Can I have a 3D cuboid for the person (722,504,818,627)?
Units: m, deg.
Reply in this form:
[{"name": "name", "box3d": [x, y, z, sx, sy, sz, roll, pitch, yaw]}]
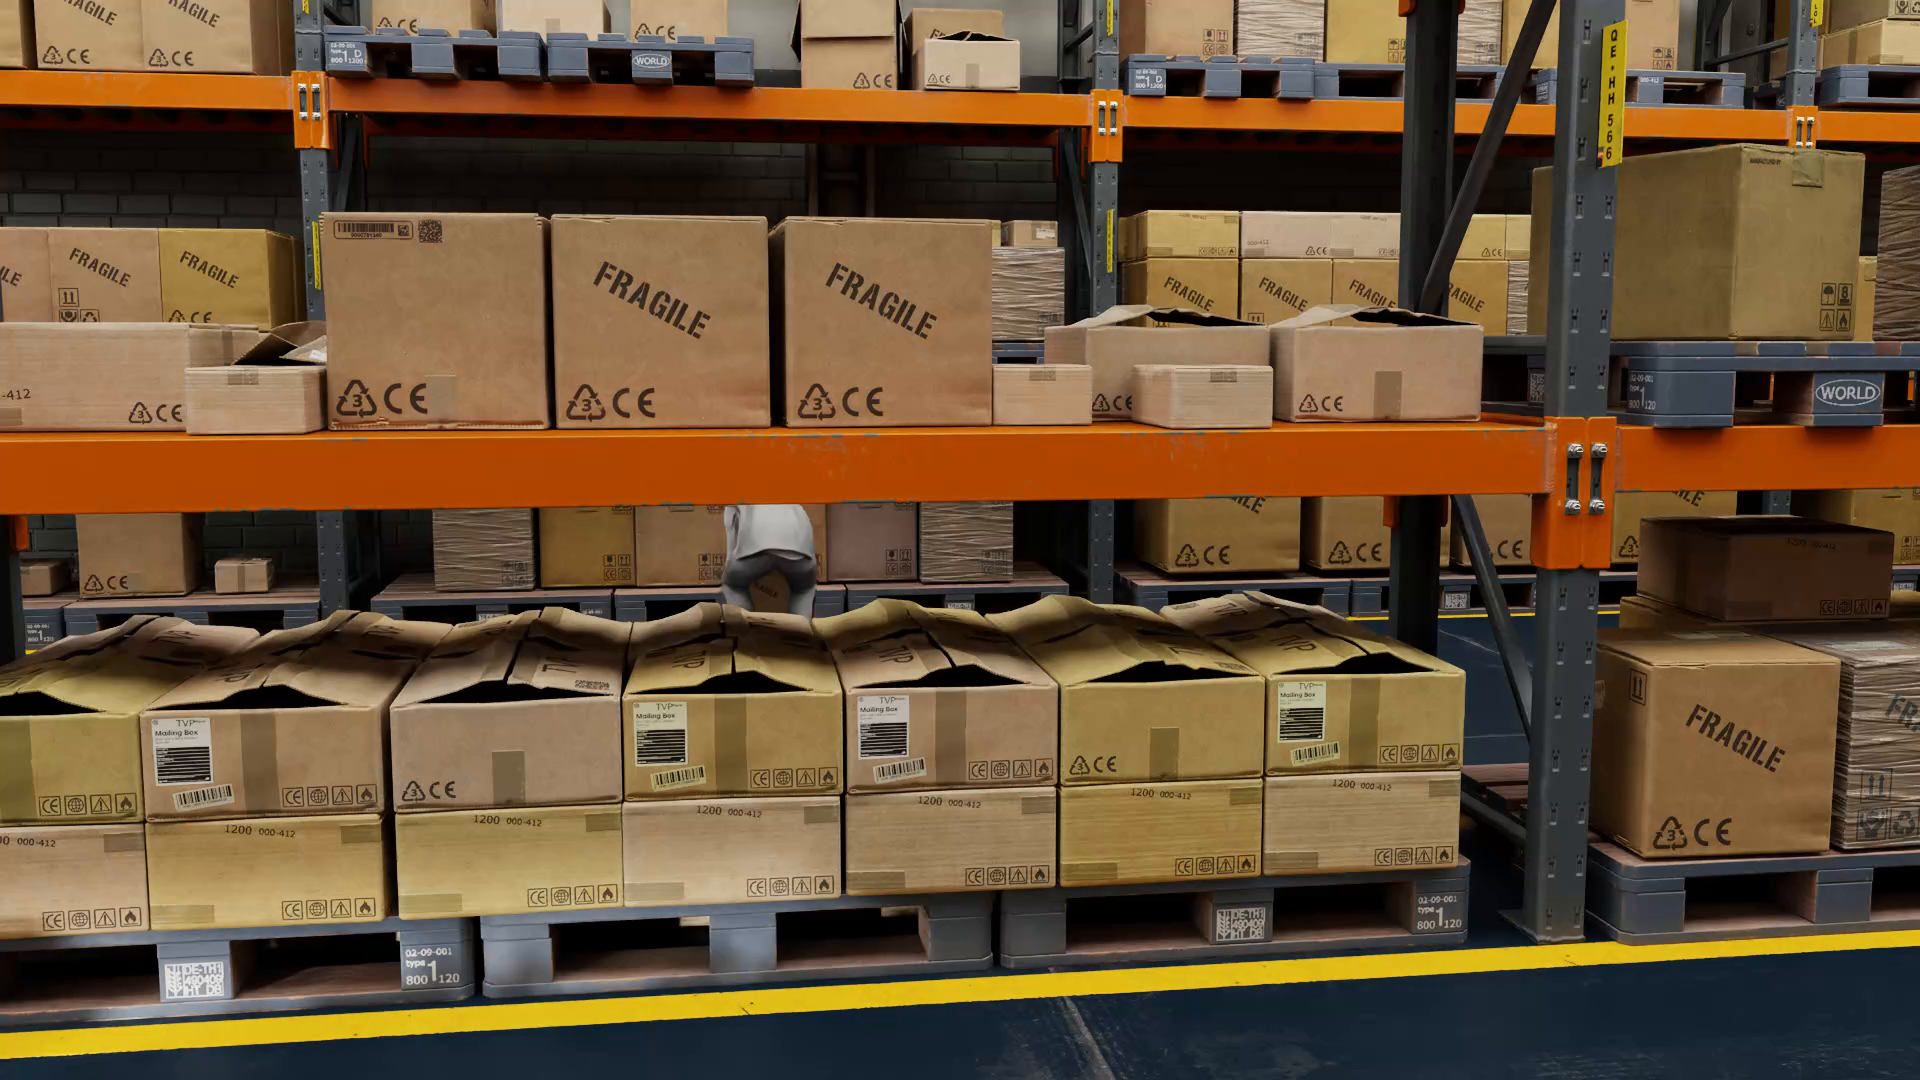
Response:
[{"name": "person", "box3d": [-0.873, 0.164, 7.605, 0.425, 0.904, 0.853, -1, 7, -11]}]
